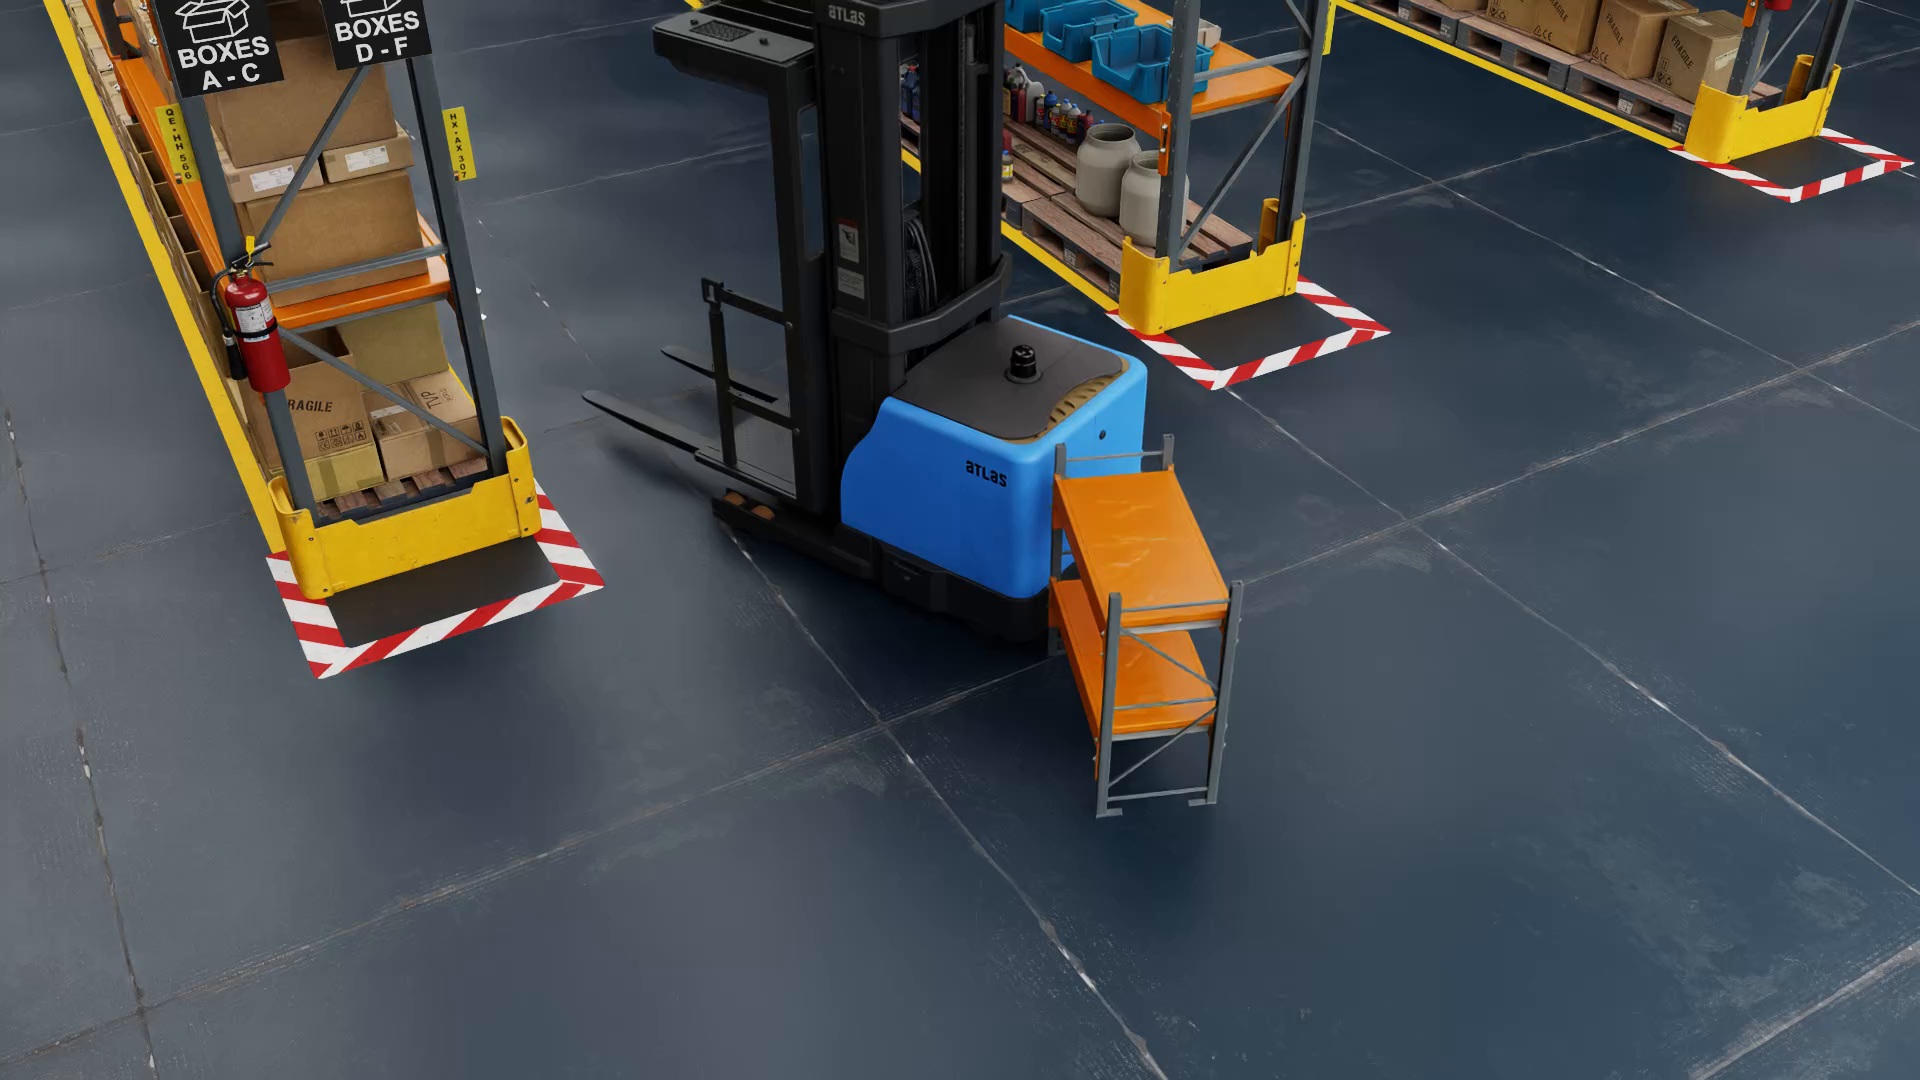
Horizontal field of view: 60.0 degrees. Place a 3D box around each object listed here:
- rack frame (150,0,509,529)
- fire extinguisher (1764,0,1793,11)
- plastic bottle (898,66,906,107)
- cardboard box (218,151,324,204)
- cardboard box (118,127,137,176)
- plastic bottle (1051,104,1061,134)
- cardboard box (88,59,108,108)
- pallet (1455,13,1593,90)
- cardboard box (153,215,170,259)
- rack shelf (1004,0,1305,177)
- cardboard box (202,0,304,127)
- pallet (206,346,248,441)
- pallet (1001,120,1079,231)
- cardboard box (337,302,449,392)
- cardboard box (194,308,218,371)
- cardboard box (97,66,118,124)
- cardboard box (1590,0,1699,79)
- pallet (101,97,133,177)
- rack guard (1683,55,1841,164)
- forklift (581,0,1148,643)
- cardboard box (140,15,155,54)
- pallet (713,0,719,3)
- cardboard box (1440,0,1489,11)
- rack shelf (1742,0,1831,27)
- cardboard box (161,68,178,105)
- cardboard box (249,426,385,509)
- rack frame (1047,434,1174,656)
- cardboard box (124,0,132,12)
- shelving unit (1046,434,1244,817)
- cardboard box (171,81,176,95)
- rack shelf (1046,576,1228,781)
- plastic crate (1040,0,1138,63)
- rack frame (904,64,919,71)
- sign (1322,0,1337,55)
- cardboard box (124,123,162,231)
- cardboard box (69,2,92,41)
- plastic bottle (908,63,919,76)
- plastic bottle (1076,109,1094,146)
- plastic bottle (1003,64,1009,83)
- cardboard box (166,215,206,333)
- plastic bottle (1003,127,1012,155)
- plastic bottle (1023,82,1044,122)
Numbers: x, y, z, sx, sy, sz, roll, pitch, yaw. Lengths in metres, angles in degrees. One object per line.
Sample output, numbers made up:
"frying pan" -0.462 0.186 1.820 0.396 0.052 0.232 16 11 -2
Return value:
"rack frame" -2.675 -1.187 7.332 1.000 3.000 0.127 -19 40 -24
"fire extinguisher" 5.551 -3.894 11.104 0.296 0.674 0.183 -19 40 -24
"plastic bottle" -0.433 -3.321 12.190 0.152 0.276 0.135 -17 40 -22
"cardboard box" -3.032 -1.627 7.300 0.380 0.149 0.250 -20 40 -25
"cardboard box" -5.396 -2.670 11.337 0.500 0.250 0.500 -20 40 -25
"plastic bottle" 0.696 -2.993 11.805 0.097 0.201 0.097 0 36 0
"cardboard box" -6.166 -3.452 12.409 0.500 0.250 0.500 -20 41 -25
"pallet" 4.867 -4.079 13.656 1.003 0.211 1.213 -19 40 -24
"cardboard box" -4.714 -1.959 10.365 0.500 0.250 0.500 -19 40 -24
"rack shelf" 0.605 -3.382 10.947 1.077 0.370 4.000 -19 40 -24
"cardboard box" -3.194 -2.286 7.653 0.700 0.500 0.500 -20 41 -25
"pallet" -3.705 -1.060 9.522 1.003 0.211 1.213 -19 40 -24
"pallet" 0.518 -2.589 11.615 1.003 0.211 1.213 -19 40 -24
"cardboard box" -3.005 -1.143 8.611 0.500 0.500 0.500 -19 40 -24
"cardboard box" -3.964 -1.193 9.316 0.500 0.250 0.500 -19 40 -24
"cardboard box" -5.652 -3.152 11.523 0.500 0.311 0.500 -19 40 -24
"cardboard box" 5.263 -3.899 12.808 0.500 0.500 0.500 -9 37 -12
"pallet" -5.706 -3.088 12.298 1.003 0.211 1.213 -19 40 -24
"rack guard" 5.854 -3.150 12.138 1.175 0.500 0.348 -19 40 -24
"forklift" -0.621 -1.415 7.702 3.031 2.935 1.130 23 42 28
"cardboard box" -4.066 -2.678 8.739 0.380 0.149 0.250 -20 41 -25
"pallet" -1.445 -4.578 14.339 1.003 0.211 1.213 -19 40 -24
"cardboard box" 4.343 -4.815 14.062 0.500 0.500 0.500 -7 37 -9
"rack shelf" 4.887 -4.850 12.957 1.077 0.370 4.000 -19 40 -24
"cardboard box" -3.937 -2.518 9.070 0.700 0.500 0.500 -18 40 -23
"cardboard box" -3.200 -0.432 8.273 0.500 0.250 0.500 -19 40 -24
"rack frame" 0.643 0.041 7.240 0.500 1.125 0.032 -5 36 -7
"cardboard box" -4.460 -3.075 9.283 0.380 0.149 0.250 -20 41 -25
"shelving unit" 0.719 0.338 6.834 0.538 1.125 1.048 -5 36 -7
"cardboard box" -3.684 -2.287 8.204 0.380 0.149 0.250 -18 40 -23
"rack shelf" 0.719 0.535 6.978 0.538 0.278 1.000 -5 36 -7
"plastic crate" 0.778 -3.092 10.066 0.499 0.251 0.408 -19 40 -24
"rack frame" -0.400 -4.692 12.132 1.000 3.000 0.127 -19 40 -24
"sign" 2.087 -2.925 9.477 0.100 0.325 0.005 -19 40 -24
"cardboard box" -4.723 -2.259 10.140 0.500 0.500 0.500 -19 40 -24
"cardboard box" -6.414 -3.933 12.591 0.500 0.311 0.500 -20 41 -25
"plastic bottle" -0.341 -3.356 12.232 0.061 0.283 0.133 -19 40 -24
"plastic bottle" 0.870 -2.871 11.568 0.061 0.283 0.133 -18 40 -23
"plastic bottle" 0.269 -3.460 12.316 0.144 0.351 0.185 -21 41 -26
"cardboard box" -3.967 -1.495 9.093 0.500 0.500 0.500 -19 40 -24
"plastic bottle" 0.297 -2.708 11.345 0.061 0.283 0.133 -19 40 -24
"plastic bottle" 0.510 -3.181 11.998 0.152 0.276 0.135 -18 40 -23
